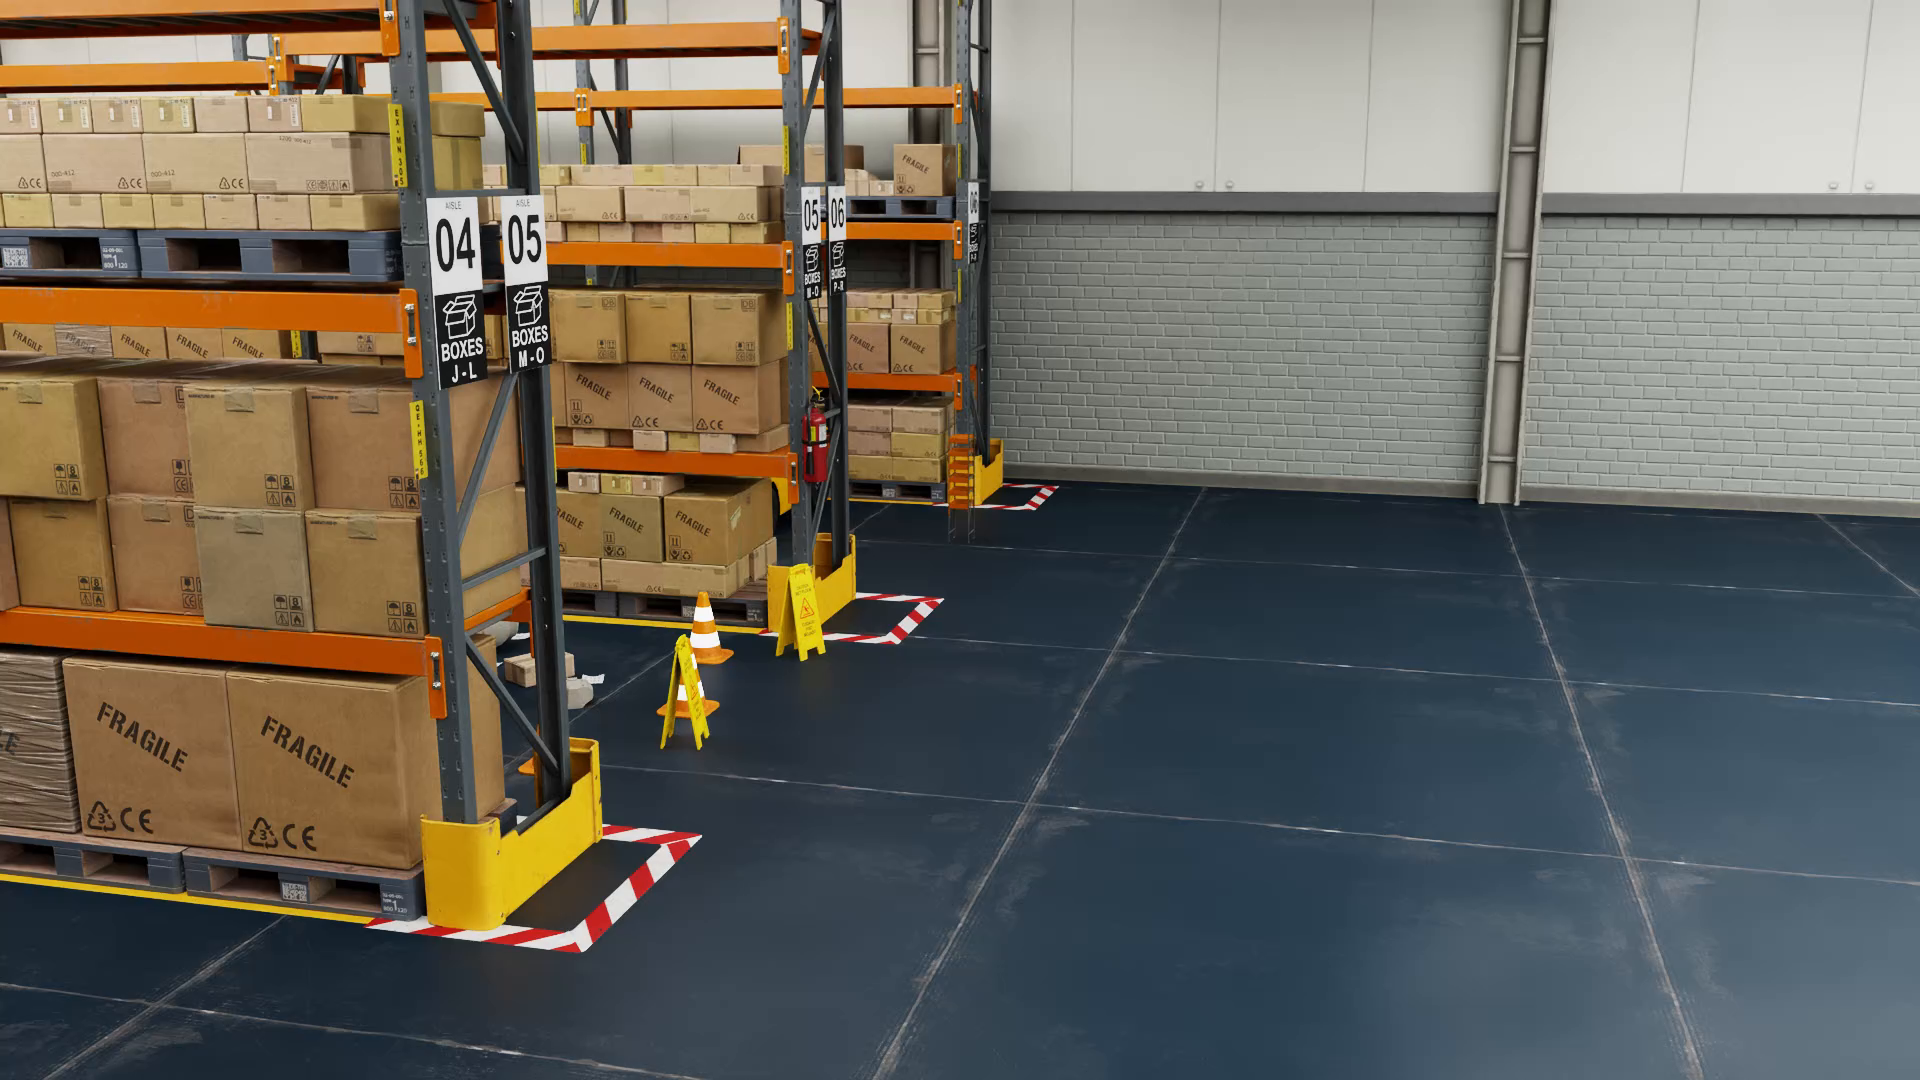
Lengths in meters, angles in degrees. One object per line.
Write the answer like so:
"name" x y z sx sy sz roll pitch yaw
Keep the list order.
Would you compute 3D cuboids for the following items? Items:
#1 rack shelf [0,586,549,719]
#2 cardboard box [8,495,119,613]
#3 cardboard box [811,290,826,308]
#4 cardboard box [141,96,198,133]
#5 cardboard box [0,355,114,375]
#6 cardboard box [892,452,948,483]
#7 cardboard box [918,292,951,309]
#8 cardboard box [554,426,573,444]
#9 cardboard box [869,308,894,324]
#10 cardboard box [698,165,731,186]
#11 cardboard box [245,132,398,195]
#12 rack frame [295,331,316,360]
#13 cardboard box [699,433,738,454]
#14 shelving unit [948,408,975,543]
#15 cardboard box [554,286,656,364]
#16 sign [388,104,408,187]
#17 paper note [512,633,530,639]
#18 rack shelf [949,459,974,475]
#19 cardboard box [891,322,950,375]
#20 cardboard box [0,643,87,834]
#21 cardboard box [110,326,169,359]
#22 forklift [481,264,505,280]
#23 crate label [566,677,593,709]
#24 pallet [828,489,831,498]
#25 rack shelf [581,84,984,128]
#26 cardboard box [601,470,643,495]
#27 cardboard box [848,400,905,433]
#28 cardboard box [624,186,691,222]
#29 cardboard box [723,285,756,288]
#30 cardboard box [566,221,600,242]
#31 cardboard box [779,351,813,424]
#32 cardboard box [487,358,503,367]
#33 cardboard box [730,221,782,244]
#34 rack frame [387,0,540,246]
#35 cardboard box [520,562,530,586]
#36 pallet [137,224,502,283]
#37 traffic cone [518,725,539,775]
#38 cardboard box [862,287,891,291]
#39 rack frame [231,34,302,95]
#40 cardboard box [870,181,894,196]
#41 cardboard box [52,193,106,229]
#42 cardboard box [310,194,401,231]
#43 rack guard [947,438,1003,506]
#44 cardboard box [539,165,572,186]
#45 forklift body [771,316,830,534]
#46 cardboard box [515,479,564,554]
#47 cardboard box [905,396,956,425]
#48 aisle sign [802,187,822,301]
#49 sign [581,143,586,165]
"rack shelf" -4.074 0.395 8.206 4.000 0.370 1.077 3 13 14
"cardboard box" -4.080 -0.034 8.131 0.500 0.550 0.875 3 13 14
"cardboard box" -1.520 -2.473 17.056 0.250 0.149 0.380 3 13 15
"cardboard box" -3.283 -1.823 7.156 0.250 0.149 0.380 3 13 14
"cardboard box" -4.612 -0.573 8.069 0.550 0.550 0.875 3 13 14
"cardboard box" -0.390 -0.763 17.144 0.500 0.250 0.500 3 13 14
"cardboard box" -0.257 -2.428 16.852 0.250 0.149 0.380 3 13 14
"cardboard box" -2.938 -0.834 12.664 0.250 0.149 0.380 3 13 14
"cardboard box" -0.755 -2.301 16.966 0.250 0.149 0.380 3 13 15
"cardboard box" -1.684 -2.607 11.888 0.250 0.149 0.380 3 13 15
"cardboard box" -2.674 -1.610 7.113 0.500 0.250 0.500 3 13 14
"rack frame" -4.927 -1.106 13.312 0.127 3.000 1.000 3 13 14
"cardboard box" -1.731 -0.740 12.242 0.250 0.149 0.380 3 13 13
"shelving unit" 0.014 -0.585 15.117 0.189 1.200 0.258 3 13 14
"cardboard box" -2.602 -1.594 12.285 0.500 0.500 0.700 3 13 13
"sign" -2.275 -1.597 6.737 0.005 0.325 0.100 3 13 14
"paper note" -3.171 0.690 12.069 0.148 0.019 0.142 -1 13 -6
"rack shelf" 0.014 -0.659 15.100 0.180 0.103 0.258 3 13 14
"cardboard box" -0.399 -1.962 16.937 0.500 0.500 0.500 3 13 12
"cardboard box" -4.545 0.865 8.360 0.875 0.875 0.875 3 13 14
"cardboard box" -6.412 -1.535 13.355 0.500 0.500 0.500 4 13 15
"forklift" -4.723 -1.475 15.130 1.130 2.935 3.031 2 13 10
"crate label" -2.485 0.971 10.558 0.298 0.136 0.250 -4 13 -16
"pallet" -1.792 -0.676 17.810 1.213 0.211 1.003 3 13 14
"rack shelf" -1.800 -4.429 17.021 4.000 0.370 1.077 3 13 14
"cardboard box" -2.500 -0.450 12.501 0.250 0.149 0.380 3 13 14
"cardboard box" -0.877 -1.277 17.152 0.500 0.250 0.500 3 13 15
"cardboard box" -2.090 -2.434 12.031 0.500 0.250 0.500 3 13 13
"cardboard box" -2.361 -2.658 17.890 0.250 0.149 0.380 3 13 13
"cardboard box" -2.694 -2.273 12.223 0.250 0.149 0.380 3 13 12
"cardboard box" -1.437 -1.176 12.707 0.500 0.500 0.500 3 13 13
"cardboard box" -3.590 -1.169 12.676 0.500 0.500 0.500 3 13 13
"cardboard box" -1.457 -2.200 11.897 0.250 0.149 0.380 3 13 14
"rack frame" -2.132 -2.781 7.011 0.127 3.000 1.000 3 13 14
"cardboard box" -3.383 0.171 12.934 0.500 0.250 0.500 3 13 13
"pallet" -2.855 -1.310 7.509 1.213 0.211 1.003 3 13 14
"traffic cone" -2.307 1.060 9.406 0.334 0.463 0.336 3 13 14
"cardboard box" -0.876 -2.563 17.463 0.250 0.149 0.380 3 13 14
"rack frame" -7.625 -5.287 18.303 0.127 3.000 1.000 3 13 14
"cardboard box" -0.736 -3.518 16.634 0.250 0.149 0.380 3 13 12
"cardboard box" -3.769 -1.460 7.361 0.250 0.149 0.380 3 13 14
"cardboard box" -2.536 -1.394 7.063 0.250 0.149 0.380 3 13 13
"rack guard" 0.165 -0.721 17.347 0.348 0.500 1.175 3 13 14
"cardboard box" -2.940 -2.658 12.118 0.250 0.149 0.380 3 13 15
"forklift body" -2.136 -1.243 15.888 1.214 2.155 2.313 3 13 14
"cardboard box" -3.394 -0.195 12.852 0.500 0.500 0.500 4 13 16
"cardboard box" -0.280 -1.358 17.518 0.500 0.250 0.500 3 13 13
"aisle sign" -1.053 -2.104 11.805 0.004 0.787 0.394 3 13 14
"sign" -3.862 -3.906 17.086 0.005 0.325 0.100 3 13 14
